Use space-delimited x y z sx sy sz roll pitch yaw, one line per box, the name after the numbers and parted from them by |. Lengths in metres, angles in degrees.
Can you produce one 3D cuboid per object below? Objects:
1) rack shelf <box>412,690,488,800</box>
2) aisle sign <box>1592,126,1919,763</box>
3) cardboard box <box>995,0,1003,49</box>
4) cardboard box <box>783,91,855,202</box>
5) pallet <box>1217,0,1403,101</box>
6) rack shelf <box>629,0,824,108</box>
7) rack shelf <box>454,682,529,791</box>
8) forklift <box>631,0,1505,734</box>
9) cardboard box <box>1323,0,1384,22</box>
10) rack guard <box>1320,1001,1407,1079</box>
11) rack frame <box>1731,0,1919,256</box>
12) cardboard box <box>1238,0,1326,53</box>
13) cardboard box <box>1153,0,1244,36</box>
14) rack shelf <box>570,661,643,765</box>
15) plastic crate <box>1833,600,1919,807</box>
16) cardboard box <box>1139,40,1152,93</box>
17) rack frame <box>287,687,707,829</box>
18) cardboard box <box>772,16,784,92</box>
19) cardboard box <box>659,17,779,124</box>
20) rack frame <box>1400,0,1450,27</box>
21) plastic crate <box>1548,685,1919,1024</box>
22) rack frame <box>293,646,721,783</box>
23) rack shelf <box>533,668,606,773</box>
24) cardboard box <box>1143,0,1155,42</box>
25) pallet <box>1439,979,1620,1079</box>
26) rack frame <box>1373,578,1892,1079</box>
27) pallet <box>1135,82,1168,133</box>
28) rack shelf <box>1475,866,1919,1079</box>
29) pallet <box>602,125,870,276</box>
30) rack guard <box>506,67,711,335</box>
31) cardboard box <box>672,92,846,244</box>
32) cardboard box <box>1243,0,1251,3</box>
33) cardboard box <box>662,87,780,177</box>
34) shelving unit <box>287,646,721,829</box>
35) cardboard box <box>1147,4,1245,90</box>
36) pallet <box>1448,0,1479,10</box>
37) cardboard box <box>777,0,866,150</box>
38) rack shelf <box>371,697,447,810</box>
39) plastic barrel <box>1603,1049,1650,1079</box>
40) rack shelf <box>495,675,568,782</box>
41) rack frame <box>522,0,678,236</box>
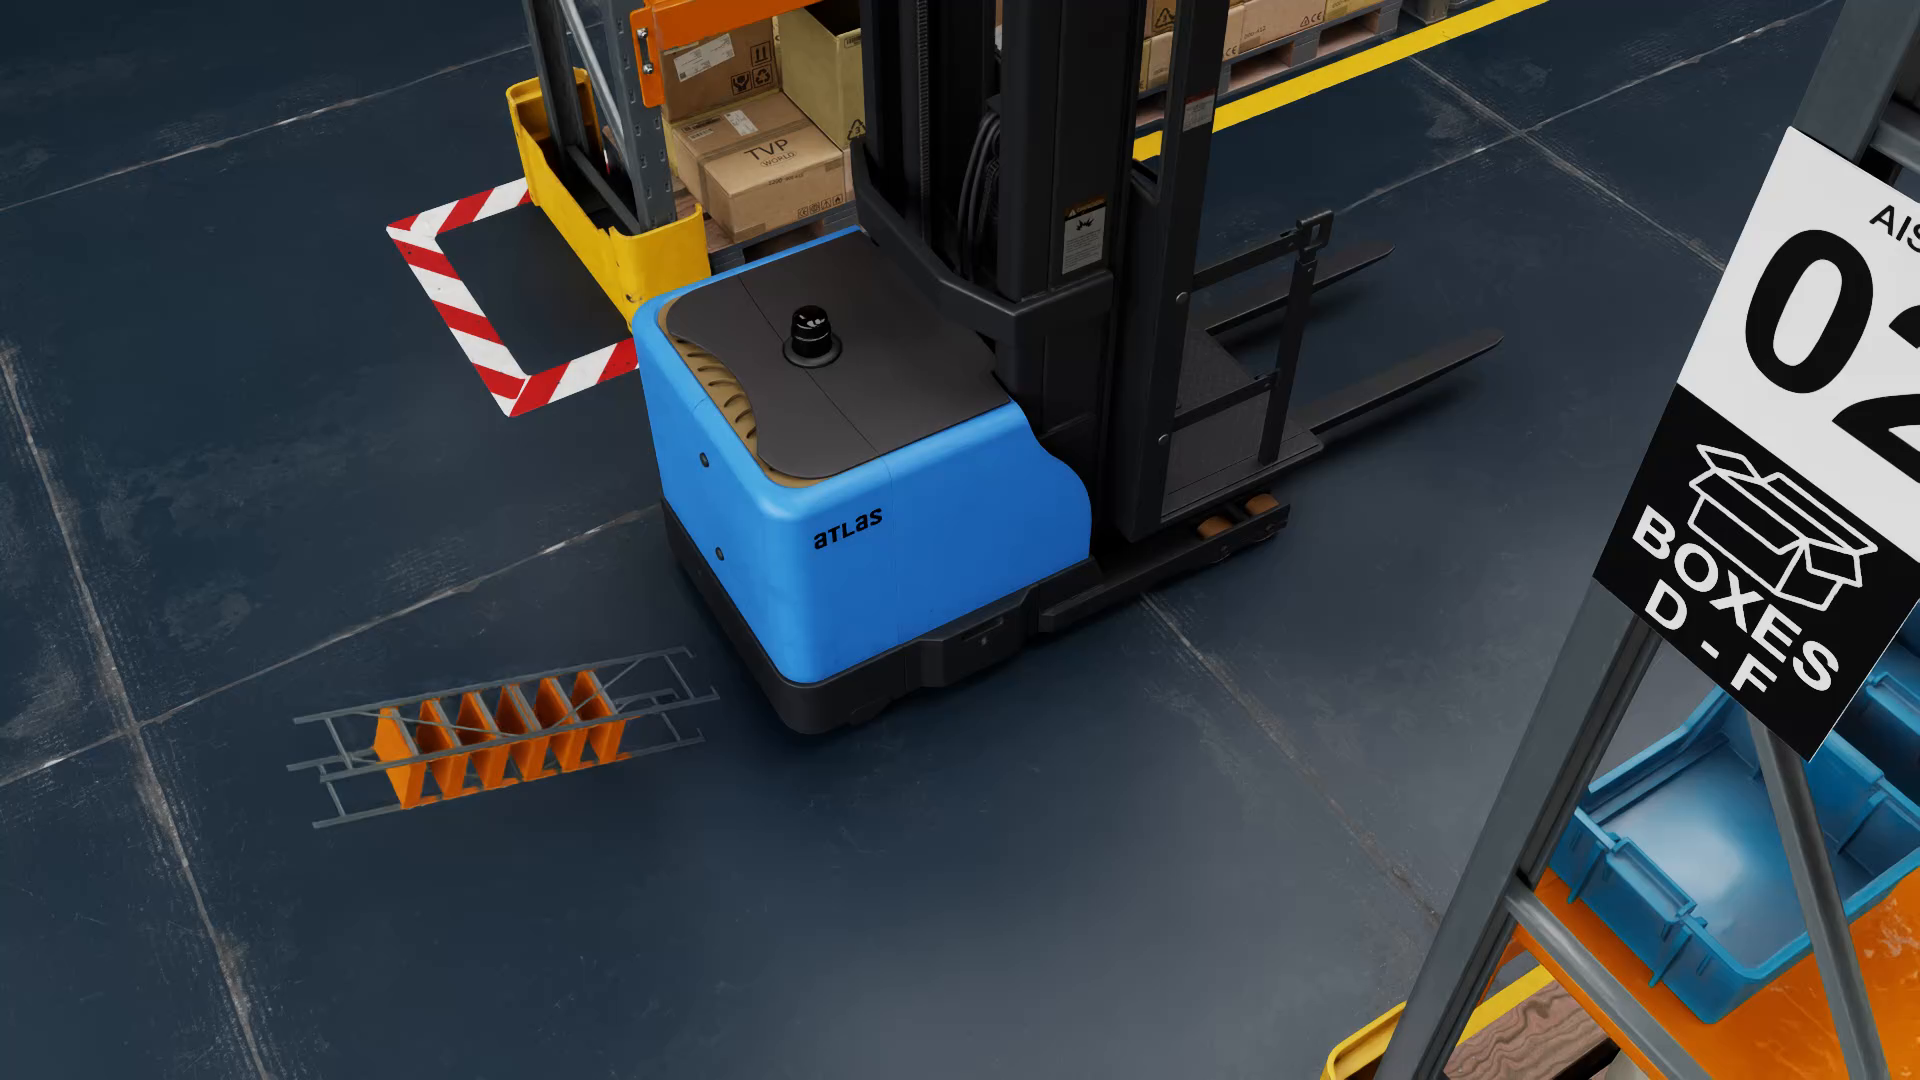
-1.447 0.578 4.716 0.103 0.180 0.258 -9 45 -38 | rack shelf
1.049 -0.084 2.076 0.004 0.787 0.394 -25 53 -21 | aisle sign
0.038 -2.146 6.711 0.500 0.500 0.500 -25 53 -21 | cardboard box
-0.379 -1.691 6.807 0.500 0.250 0.500 -25 53 -21 | cardboard box
1.316 -2.567 7.895 1.213 0.211 1.003 -25 53 -21 | pallet
0.320 -2.748 6.671 4.000 0.370 1.077 -25 53 -21 | rack shelf
-1.354 0.563 4.789 0.103 0.180 0.258 -9 45 -38 | rack shelf
0.537 -1.214 4.868 3.031 2.935 1.130 -24 53 -20 | forklift
1.736 -2.687 7.694 0.500 0.250 0.500 -25 53 -21 | cardboard box
1.307 1.711 3.892 0.348 0.500 1.175 -25 53 -21 | rack guard
1.268 -1.056 0.665 0.127 3.000 1.000 -25 53 -21 | rack frame
1.307 -2.494 7.522 0.500 0.250 0.500 -25 53 -21 | cardboard box
0.886 -2.543 7.064 0.500 0.500 0.500 -25 53 -21 | cardboard box
-1.072 0.518 5.009 0.103 0.180 0.258 -9 45 -38 | rack shelf
2.084 0.345 3.534 0.408 0.251 0.499 -25 53 -21 | plastic crate
0.470 -2.086 7.159 0.500 0.250 0.500 -25 53 -21 | cardboard box
-1.323 0.624 4.886 1.200 0.006 0.240 -9 45 -38 | rack frame
-0.659 -2.023 7.103 0.500 0.250 0.500 -25 53 -21 | cardboard box
-1.077 -2.067 6.640 0.500 0.500 0.500 -25 53 -21 | cardboard box
2.011 -3.785 7.112 0.127 3.000 1.000 -25 53 -21 | rack frame
1.532 0.600 3.306 0.616 0.251 0.499 -25 53 -21 | plastic crate
-1.266 0.483 4.784 1.200 0.006 0.240 -9 45 -38 | rack frame
-1.166 0.533 4.936 0.103 0.180 0.258 -9 45 -38 | rack shelf
0.471 -2.335 6.878 0.500 0.500 0.500 -25 53 -21 | cardboard box
1.997 1.486 4.285 1.213 0.211 1.003 -25 53 -21 | pallet
1.268 0.939 2.905 0.127 3.000 1.000 -25 53 -21 | rack frame
0.283 -2.078 7.459 1.213 0.211 1.003 -25 53 -21 | pallet
2.960 0.382 3.883 4.000 0.370 1.077 -25 53 -21 | rack shelf
-0.747 -1.595 7.029 1.213 0.211 1.003 -25 53 -21 | pallet
-1.392 -1.350 6.617 0.348 0.500 1.175 -25 53 -21 | rack guard
-0.800 -1.489 6.628 0.500 0.250 0.500 -25 53 -21 | cardboard box
1.307 -2.745 7.243 0.500 0.500 0.500 -25 53 -21 | cardboard box
-1.076 -1.816 6.919 0.500 0.250 0.500 -25 53 -21 | cardboard box
-1.295 0.553 4.835 1.200 0.189 0.258 -9 45 -38 | shelving unit
0.892 -2.286 7.337 0.500 0.250 0.500 -25 53 -21 | cardboard box
2.614 -3.176 8.437 1.213 0.211 1.003 -25 53 -21 | pallet
-0.378 -1.939 6.526 0.500 0.500 0.500 -25 53 -21 | cardboard box
-1.541 0.593 4.642 0.103 0.180 0.258 -9 45 -38 | rack shelf
1.784 1.316 3.954 0.421 0.512 0.421 0 48 0 | plastic barrel
-1.260 0.548 4.863 0.103 0.180 0.258 -9 45 -38 | rack shelf
-1.372 -2.191 5.692 0.127 3.000 1.000 -25 53 -21 | rack frame
